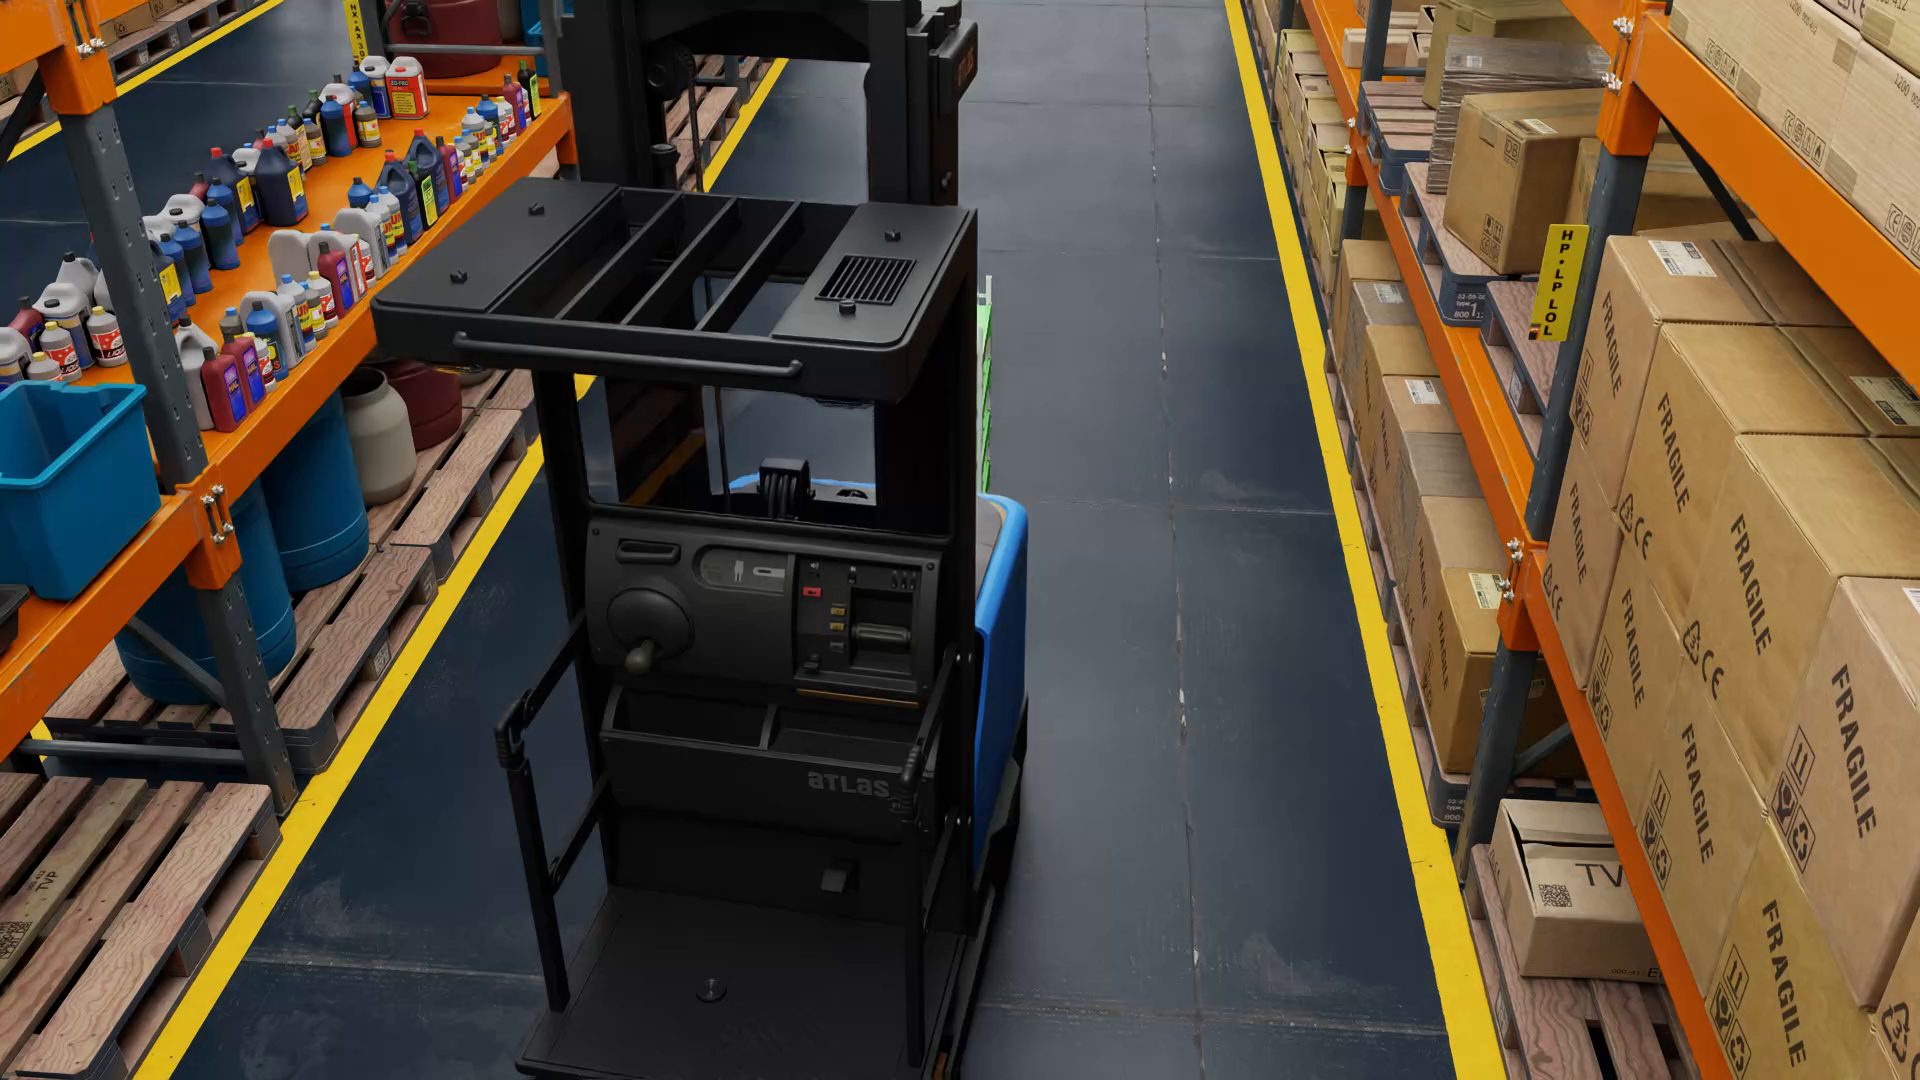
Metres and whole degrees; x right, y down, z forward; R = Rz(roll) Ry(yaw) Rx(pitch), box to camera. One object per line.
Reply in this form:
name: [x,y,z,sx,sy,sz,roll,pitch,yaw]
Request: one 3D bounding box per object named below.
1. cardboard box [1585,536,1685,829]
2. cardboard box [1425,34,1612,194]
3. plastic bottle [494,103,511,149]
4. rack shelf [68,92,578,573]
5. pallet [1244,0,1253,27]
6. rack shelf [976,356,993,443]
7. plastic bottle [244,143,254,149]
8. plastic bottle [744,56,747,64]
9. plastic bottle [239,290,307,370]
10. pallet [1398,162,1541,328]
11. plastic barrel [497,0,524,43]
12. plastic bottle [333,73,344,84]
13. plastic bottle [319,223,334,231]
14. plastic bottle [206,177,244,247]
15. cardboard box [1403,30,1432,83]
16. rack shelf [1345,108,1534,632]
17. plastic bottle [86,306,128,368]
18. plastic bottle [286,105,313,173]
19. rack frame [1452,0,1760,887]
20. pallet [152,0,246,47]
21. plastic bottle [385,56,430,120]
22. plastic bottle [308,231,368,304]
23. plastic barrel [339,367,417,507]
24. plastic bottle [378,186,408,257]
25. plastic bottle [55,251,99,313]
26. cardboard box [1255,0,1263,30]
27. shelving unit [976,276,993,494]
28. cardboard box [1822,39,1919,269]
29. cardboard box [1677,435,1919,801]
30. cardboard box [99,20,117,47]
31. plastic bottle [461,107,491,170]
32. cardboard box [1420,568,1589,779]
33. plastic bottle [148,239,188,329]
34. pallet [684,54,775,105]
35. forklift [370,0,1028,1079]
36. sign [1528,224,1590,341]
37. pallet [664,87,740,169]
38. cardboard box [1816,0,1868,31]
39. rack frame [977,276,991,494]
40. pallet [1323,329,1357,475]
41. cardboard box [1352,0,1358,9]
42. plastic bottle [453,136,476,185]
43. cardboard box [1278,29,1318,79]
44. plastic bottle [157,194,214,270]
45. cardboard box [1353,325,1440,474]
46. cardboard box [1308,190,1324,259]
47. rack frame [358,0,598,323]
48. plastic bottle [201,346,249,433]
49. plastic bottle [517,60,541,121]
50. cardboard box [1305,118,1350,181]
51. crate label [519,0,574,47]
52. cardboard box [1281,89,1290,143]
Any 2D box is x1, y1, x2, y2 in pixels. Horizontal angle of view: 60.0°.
cardboard box: [1.778,0.320,3.777,0.500,0.500,0.500,3,32,5]
cardboard box: [2.252,-1.669,6.604,0.700,0.500,0.500,8,33,13]
plastic bottle: [-2.143,-1.920,7.696,0.097,0.201,0.097,0,32,0]
rack shelf: [-2.644,-1.113,6.883,1.077,0.370,4.000,2,32,4]
pallet: [3.086,-4.846,14.913,1.003,0.211,1.213,2,32,4]
rack shelf: [-0.014,-0.574,6.702,0.258,0.148,0.480,2,32,4]
plastic bottle: [-2.969,-1.535,7.004,0.097,0.271,0.097,0,32,0]
plastic bottle: [-1.684,-3.754,12.730,0.097,0.201,0.097,0,32,0]
plastic bottle: [-2.360,-0.738,5.707,0.152,0.276,0.135,2,32,4]
pallet: [2.302,-1.153,6.445,1.003,0.211,1.213,2,32,4]
plastic barrel: [-2.610,-3.060,9.250,0.421,0.512,0.421,0,32,0]
plastic bottle: [-2.911,-2.033,7.802,0.061,0.283,0.133,2,32,4]
plastic bottle: [-2.421,-1.116,6.391,0.097,0.201,0.097,0,32,0]
plastic bottle: [-2.943,-1.314,6.646,0.097,0.271,0.097,0,32,0]
cardboard box: [2.529,-2.402,8.374,0.500,0.311,0.500,4,32,7]
rack shelf: [2.293,-0.900,6.537,1.077,0.370,4.000,2,32,4]
plastic bottle: [-2.941,-0.705,5.724,0.097,0.201,0.097,0,32,0]
plastic bottle: [-2.952,-1.773,7.378,0.061,0.283,0.133,2,32,4]
rack frame: [2.130,-0.160,4.651,1.000,3.000,0.127,2,32,4]
pallet: [-6.976,-4.574,14.471,1.003,0.211,1.213,2,32,4]
plastic bottle: [-2.687,-2.194,8.069,0.152,0.276,0.135,2,32,4]
plastic bottle: [-2.314,-1.031,6.182,0.152,0.276,0.135,2,32,4]
plastic barrel: [-2.553,-0.439,7.074,0.421,0.512,0.421,0,32,0]
plastic bottle: [-2.251,-1.261,6.559,0.097,0.271,0.097,0,32,0]
plastic bottle: [-3.058,-0.847,5.813,0.144,0.351,0.185,2,32,4]
cardboard box: [2.718,-4.388,13.732,0.500,0.250,0.500,2,32,4]
shelving unit: [-0.013,-0.424,6.795,0.258,1.200,0.503,2,32,4]
cardboard box: [1.757,-0.607,2.660,0.500,0.250,0.500,2,32,4]
cardboard box: [1.727,0.144,3.108,0.500,0.500,0.500,2,32,3]
cardboard box: [-7.020,-4.091,13.011,0.500,0.500,0.500,2,32,2]
plastic bottle: [-2.167,-1.797,7.430,0.097,0.271,0.097,0,32,0]
cardboard box: [1.884,0.446,5.630,0.500,0.500,0.500,2,32,4]
plastic bottle: [-2.899,-0.938,5.960,0.144,0.351,0.185,2,32,4]
pallet: [-2.059,-3.719,13.084,1.003,0.211,1.213,2,32,4]
forklift: [-0.550,0.234,4.077,1.130,2.935,3.031,6,32,9]
sign: [1.576,-0.675,4.383,0.100,0.325,0.005,2,32,4]
pallet: [-2.181,-2.958,11.848,1.003,0.211,1.213,2,32,4]
cardboard box: [1.804,-1.081,2.953,0.500,0.250,0.500,2,32,4]
rack frame: [0.006,-0.552,7.002,0.240,1.200,0.015,2,32,4]
pallet: [2.357,-0.676,8.146,1.003,0.211,1.213,2,32,4]
cardboard box: [2.619,-3.448,9.890,0.500,0.500,0.500,3,32,4]
plastic bottle: [-2.183,-1.665,7.283,0.097,0.201,0.097,0,32,0]
cardboard box: [2.499,-3.385,11.570,0.500,0.311,0.500,3,32,4]
plastic bottle: [-2.996,-1.187,6.436,0.152,0.276,0.135,2,32,4]
cardboard box: [2.051,-0.613,7.349,0.500,0.500,0.500,2,32,3]
cardboard box: [2.294,-1.815,9.557,0.500,0.250,0.500,2,32,3]
rack frame: [-2.481,-2.465,8.392,1.000,3.000,0.127,2,32,4]
plastic bottle: [-2.352,-0.498,5.310,0.061,0.283,0.133,2,32,4]
plastic bottle: [-2.089,-2.186,8.049,0.061,0.283,0.133,2,32,4]
cardboard box: [2.332,-2.319,9.840,0.500,0.311,0.500,2,32,4]
crate label: [-2.131,-2.988,9.206,0.502,0.435,0.616,2,32,4]
cardboard box: [2.458,-2.884,11.292,0.500,0.250,0.500,3,32,5]
